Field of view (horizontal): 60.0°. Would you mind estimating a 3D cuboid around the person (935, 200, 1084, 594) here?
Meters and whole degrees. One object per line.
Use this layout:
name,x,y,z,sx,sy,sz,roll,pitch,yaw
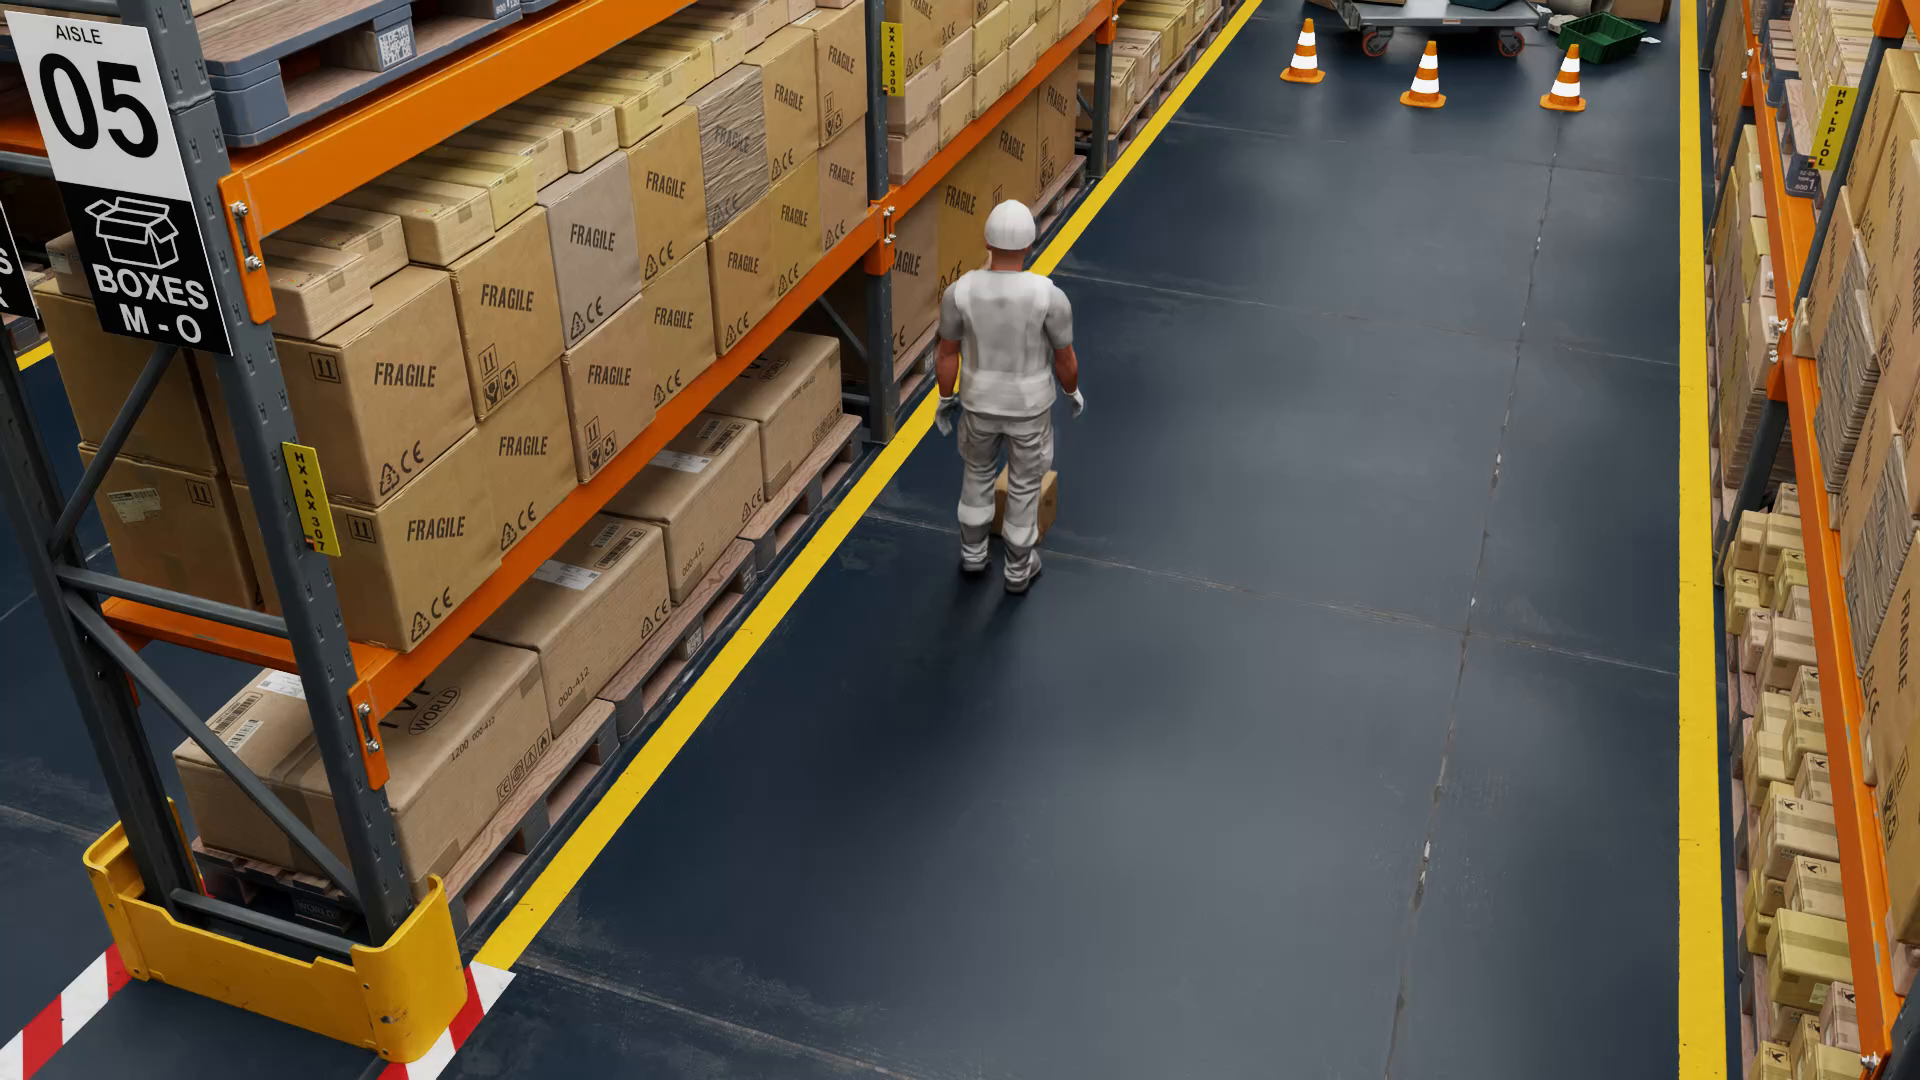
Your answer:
person,0.210,-0.577,7.007,0.598,1.837,0.448,8,34,12
